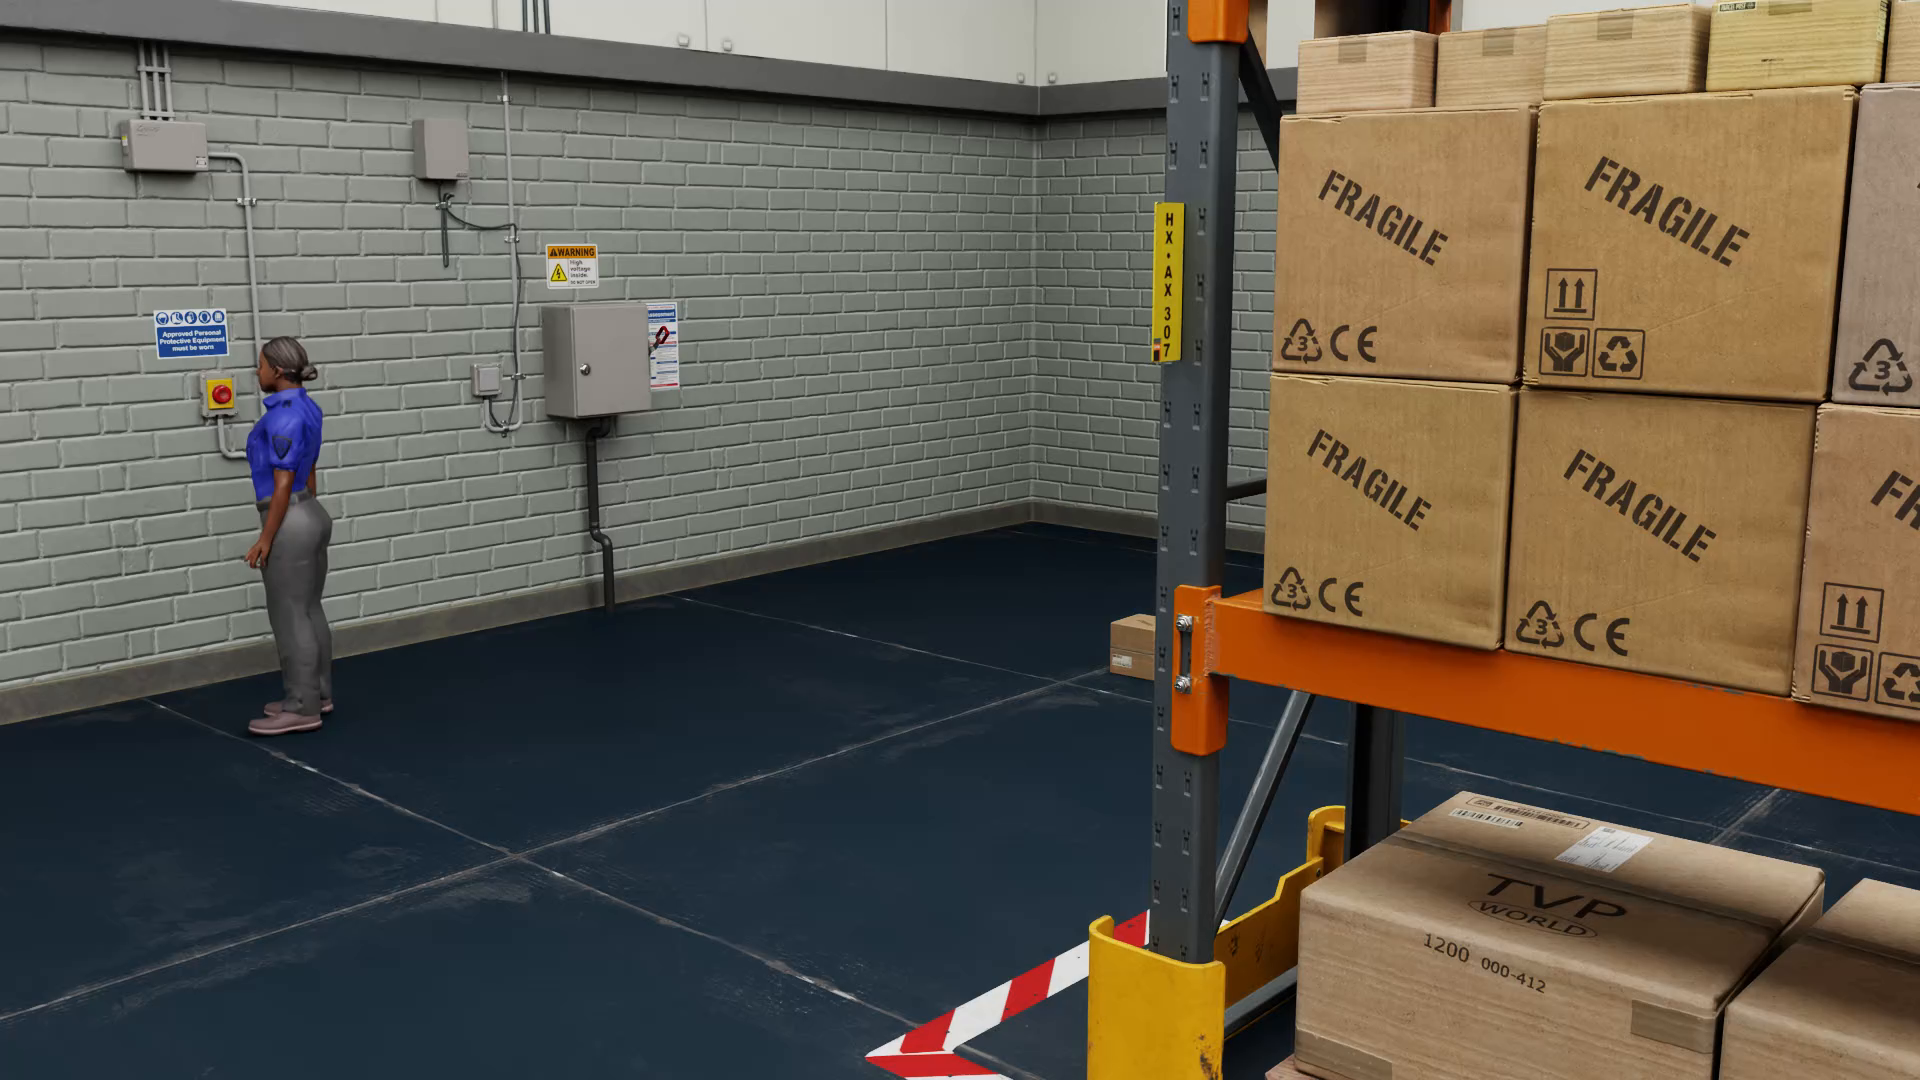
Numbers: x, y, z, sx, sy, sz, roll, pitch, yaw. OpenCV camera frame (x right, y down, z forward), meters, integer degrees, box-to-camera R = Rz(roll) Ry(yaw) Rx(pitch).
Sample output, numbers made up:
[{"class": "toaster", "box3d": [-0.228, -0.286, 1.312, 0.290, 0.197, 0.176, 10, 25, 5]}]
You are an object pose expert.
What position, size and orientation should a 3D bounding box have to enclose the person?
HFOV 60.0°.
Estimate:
[{"class": "person", "box3d": [-2.852, -0.025, 7.024, 0.361, 1.661, 0.440, -1, 10, -8]}]
